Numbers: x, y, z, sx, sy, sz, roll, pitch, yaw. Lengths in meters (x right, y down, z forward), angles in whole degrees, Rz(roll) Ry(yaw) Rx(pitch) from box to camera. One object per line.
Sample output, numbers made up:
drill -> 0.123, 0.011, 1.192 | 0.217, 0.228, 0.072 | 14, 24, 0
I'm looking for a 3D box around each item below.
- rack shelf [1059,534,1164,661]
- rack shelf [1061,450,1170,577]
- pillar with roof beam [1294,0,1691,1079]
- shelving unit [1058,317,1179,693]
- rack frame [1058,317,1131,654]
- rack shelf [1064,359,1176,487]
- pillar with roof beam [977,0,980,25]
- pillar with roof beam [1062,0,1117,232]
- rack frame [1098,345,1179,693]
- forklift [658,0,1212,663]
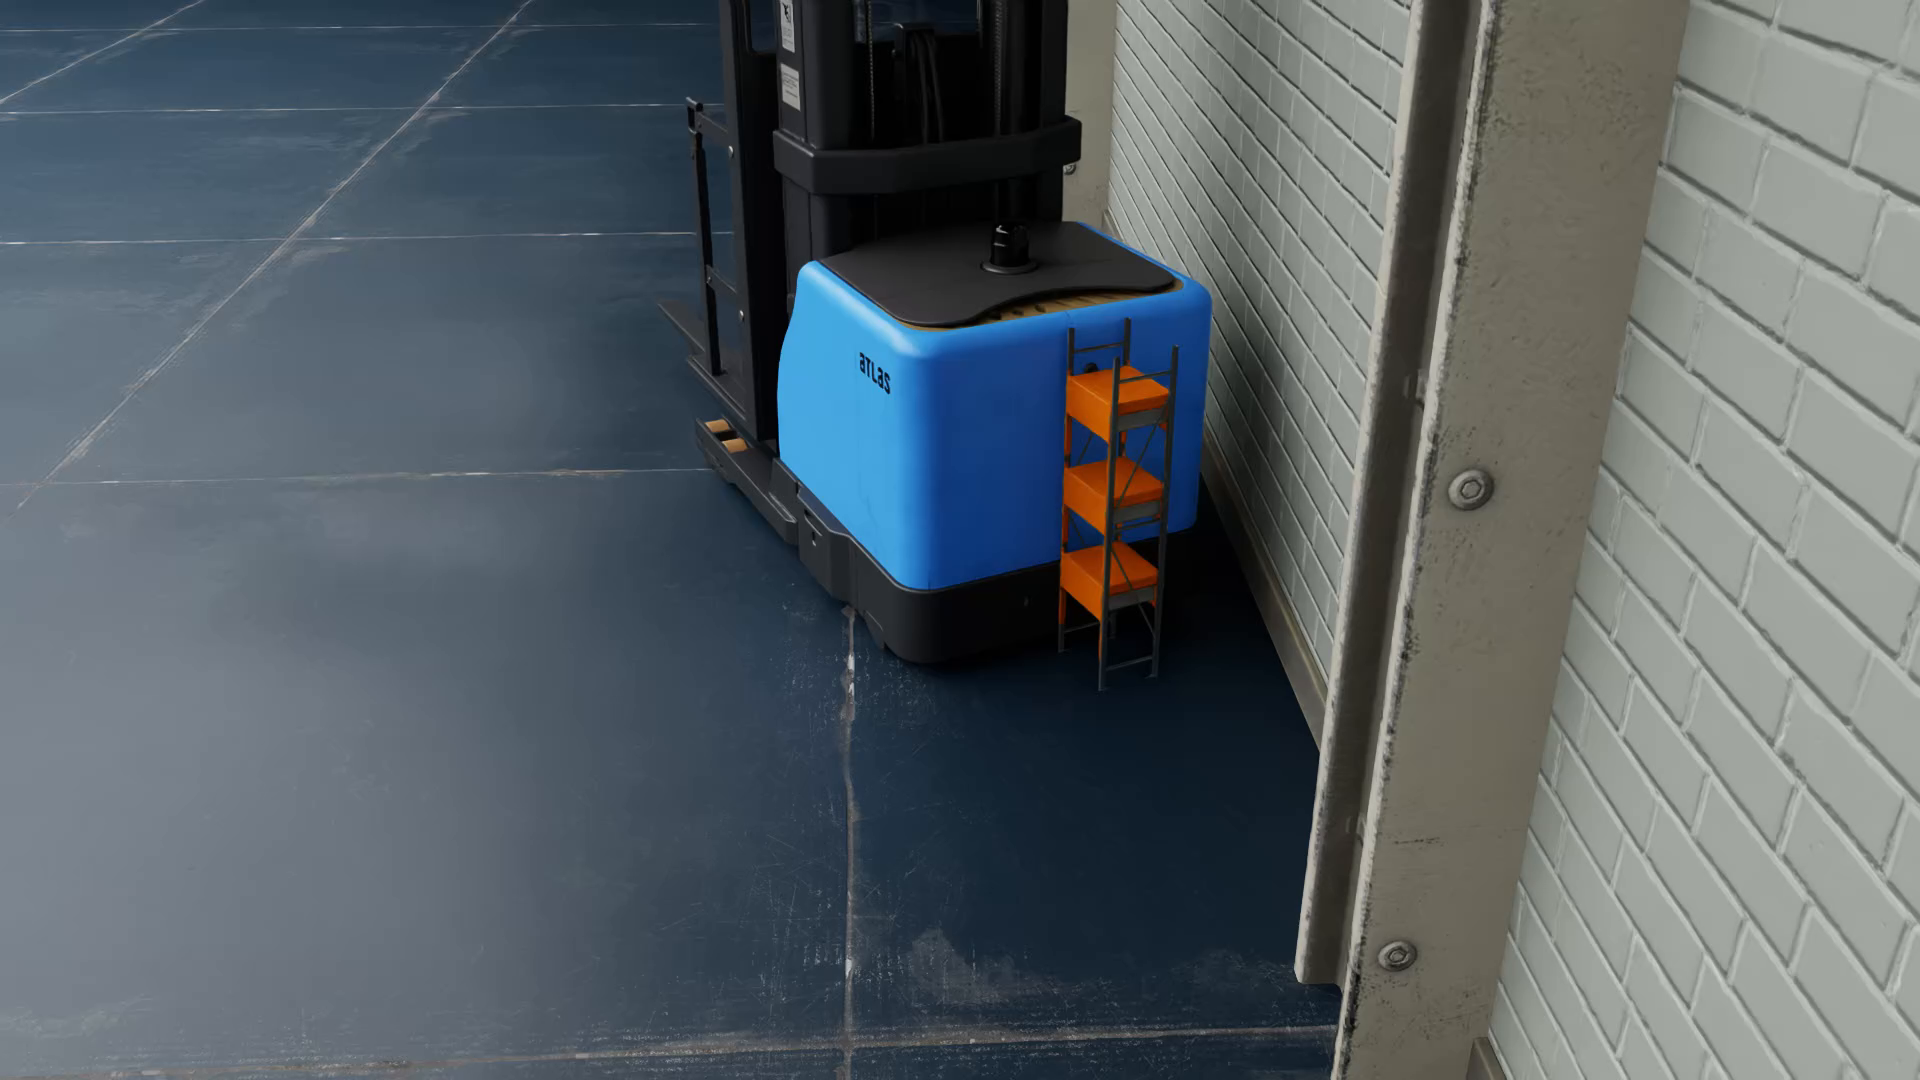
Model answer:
rack shelf -> 0.445, 0.167, 4.919 | 0.215, 0.259, 0.240 | -13, 30, -23
rack shelf -> 0.445, -0.080, 4.790 | 0.215, 0.259, 0.240 | -13, 30, -23
pillar with roof beam -> -3.362, -2.810, 1.406 | 9.100, 9.000, 0.400 | -1, 28, -3
shelving unit -> 0.445, -0.089, 4.785 | 0.215, 1.050, 0.252 | -13, 30, -23
rack frame -> 0.390, -0.139, 4.882 | 0.200, 1.050, 0.008 | -13, 30, -23
rack shelf -> 0.445, -0.331, 4.659 | 0.215, 0.259, 0.240 | -13, 30, -23
pillar with roof beam -> -3.988, -8.351, 12.031 | 9.100, 9.000, 0.400 | -1, 28, -3
pillar with roof beam -> -3.675, -5.580, 6.719 | 9.100, 9.000, 0.400 | -1, 28, -3
rack frame -> 0.499, -0.038, 4.688 | 0.200, 1.050, 0.008 | -13, 30, -23
forklift -> -0.349, -1.590, 5.629 | 1.130, 2.935, 3.031 | -13, 30, -23
